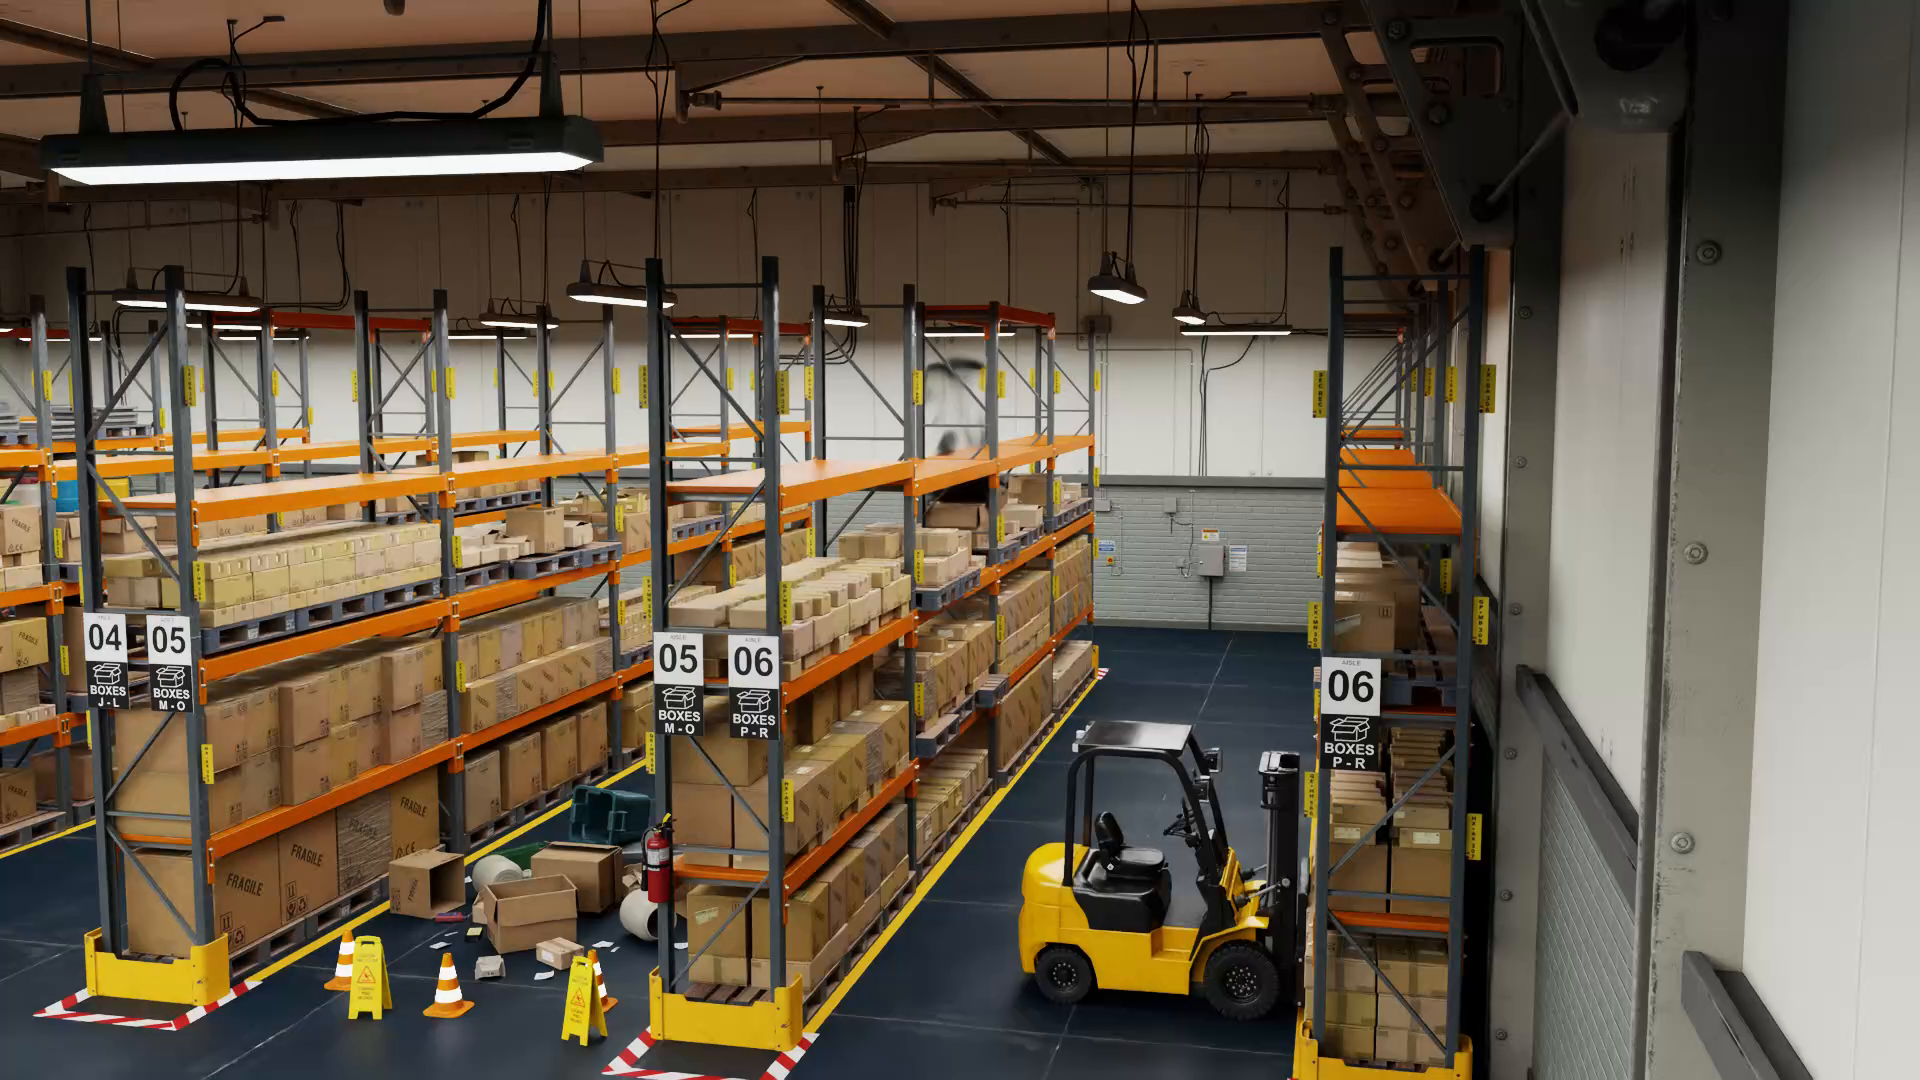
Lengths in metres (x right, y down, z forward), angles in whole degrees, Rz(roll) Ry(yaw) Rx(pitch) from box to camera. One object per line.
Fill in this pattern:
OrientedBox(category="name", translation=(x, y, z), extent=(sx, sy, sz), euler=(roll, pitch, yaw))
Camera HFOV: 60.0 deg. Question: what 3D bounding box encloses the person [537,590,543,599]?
OrientedBox(category="person", translation=(-6.781, 1.611, 27.109), extent=(0.612, 1.658, 0.548), euler=(1, 6, 7))
